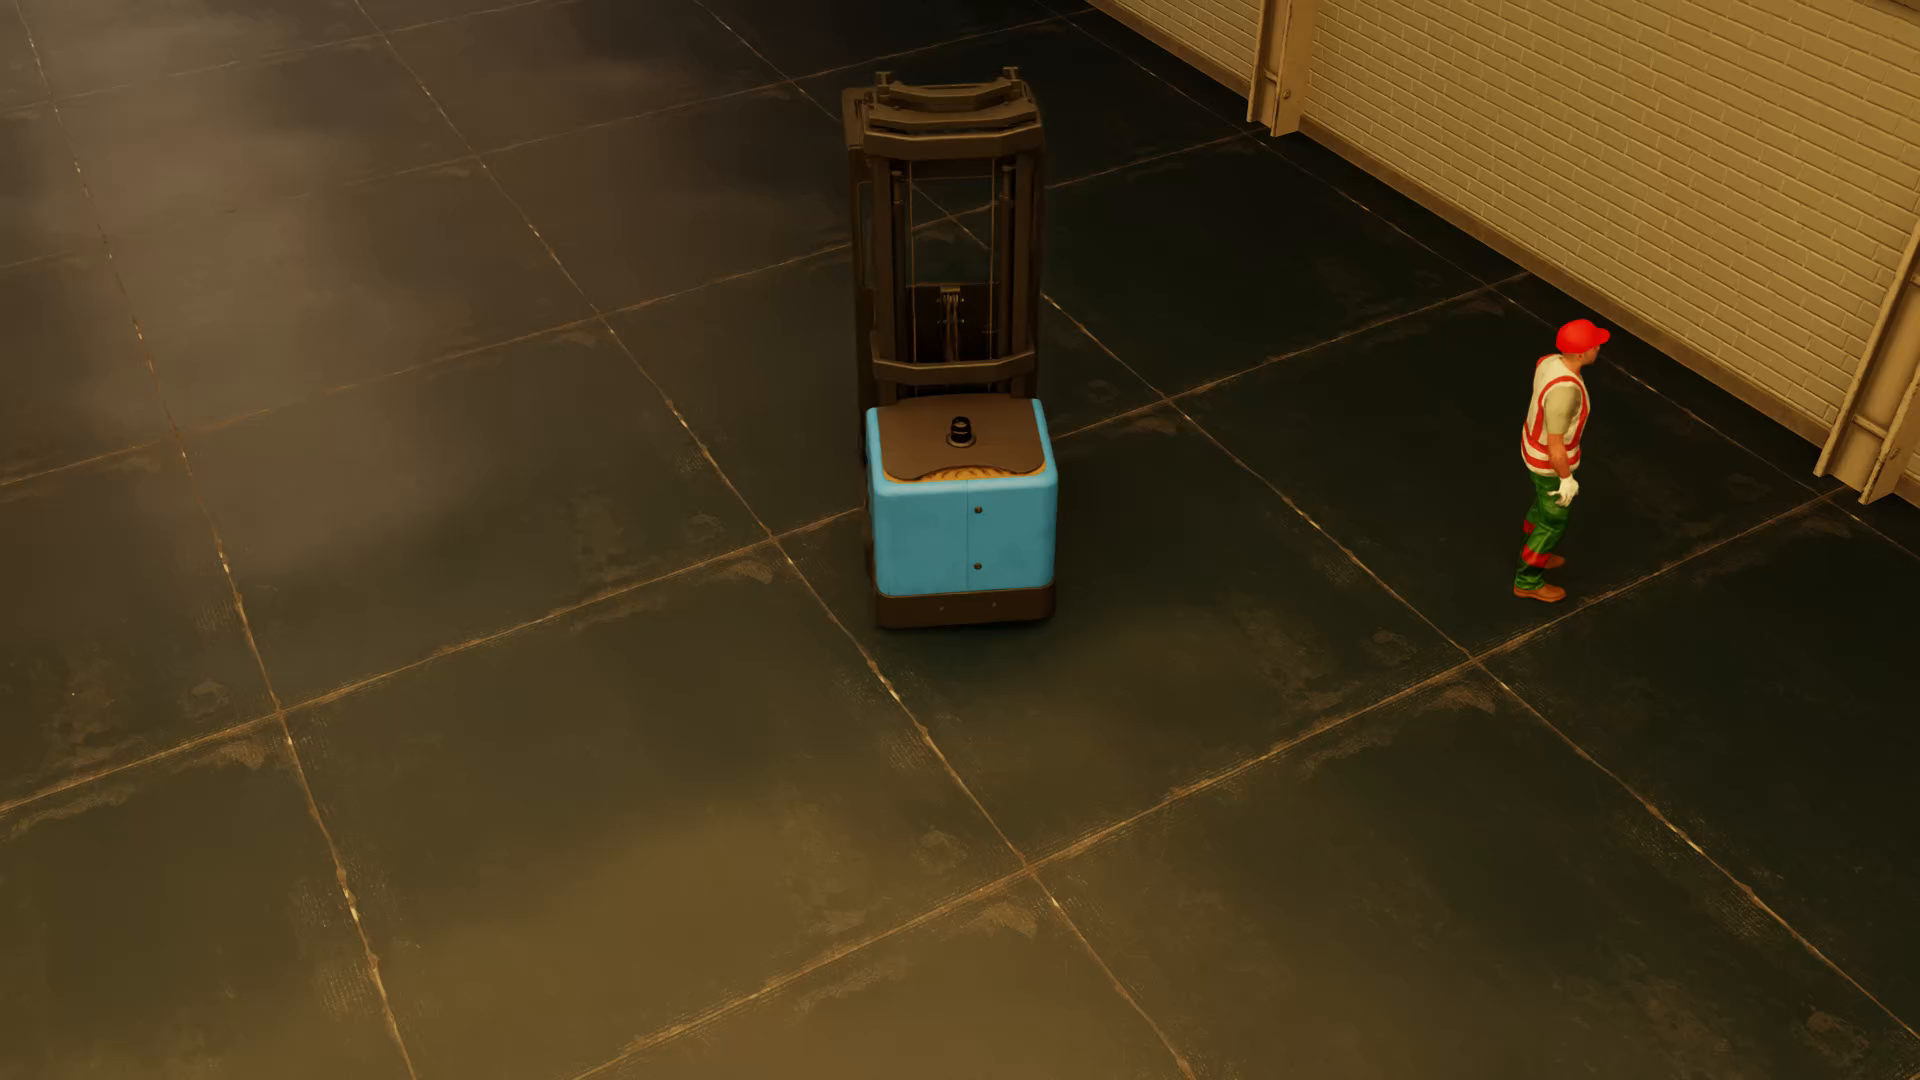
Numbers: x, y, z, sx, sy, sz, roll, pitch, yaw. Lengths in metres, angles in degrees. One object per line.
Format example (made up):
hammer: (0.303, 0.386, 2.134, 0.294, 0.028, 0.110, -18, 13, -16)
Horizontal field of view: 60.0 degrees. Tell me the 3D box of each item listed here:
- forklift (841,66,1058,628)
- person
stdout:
forklift: (-0.102, -1.550, 9.904, 1.130, 2.935, 3.031, -4, 40, -4)
person: (3.436, -0.455, 9.496, 0.488, 1.806, 0.632, 5, 40, 6)
